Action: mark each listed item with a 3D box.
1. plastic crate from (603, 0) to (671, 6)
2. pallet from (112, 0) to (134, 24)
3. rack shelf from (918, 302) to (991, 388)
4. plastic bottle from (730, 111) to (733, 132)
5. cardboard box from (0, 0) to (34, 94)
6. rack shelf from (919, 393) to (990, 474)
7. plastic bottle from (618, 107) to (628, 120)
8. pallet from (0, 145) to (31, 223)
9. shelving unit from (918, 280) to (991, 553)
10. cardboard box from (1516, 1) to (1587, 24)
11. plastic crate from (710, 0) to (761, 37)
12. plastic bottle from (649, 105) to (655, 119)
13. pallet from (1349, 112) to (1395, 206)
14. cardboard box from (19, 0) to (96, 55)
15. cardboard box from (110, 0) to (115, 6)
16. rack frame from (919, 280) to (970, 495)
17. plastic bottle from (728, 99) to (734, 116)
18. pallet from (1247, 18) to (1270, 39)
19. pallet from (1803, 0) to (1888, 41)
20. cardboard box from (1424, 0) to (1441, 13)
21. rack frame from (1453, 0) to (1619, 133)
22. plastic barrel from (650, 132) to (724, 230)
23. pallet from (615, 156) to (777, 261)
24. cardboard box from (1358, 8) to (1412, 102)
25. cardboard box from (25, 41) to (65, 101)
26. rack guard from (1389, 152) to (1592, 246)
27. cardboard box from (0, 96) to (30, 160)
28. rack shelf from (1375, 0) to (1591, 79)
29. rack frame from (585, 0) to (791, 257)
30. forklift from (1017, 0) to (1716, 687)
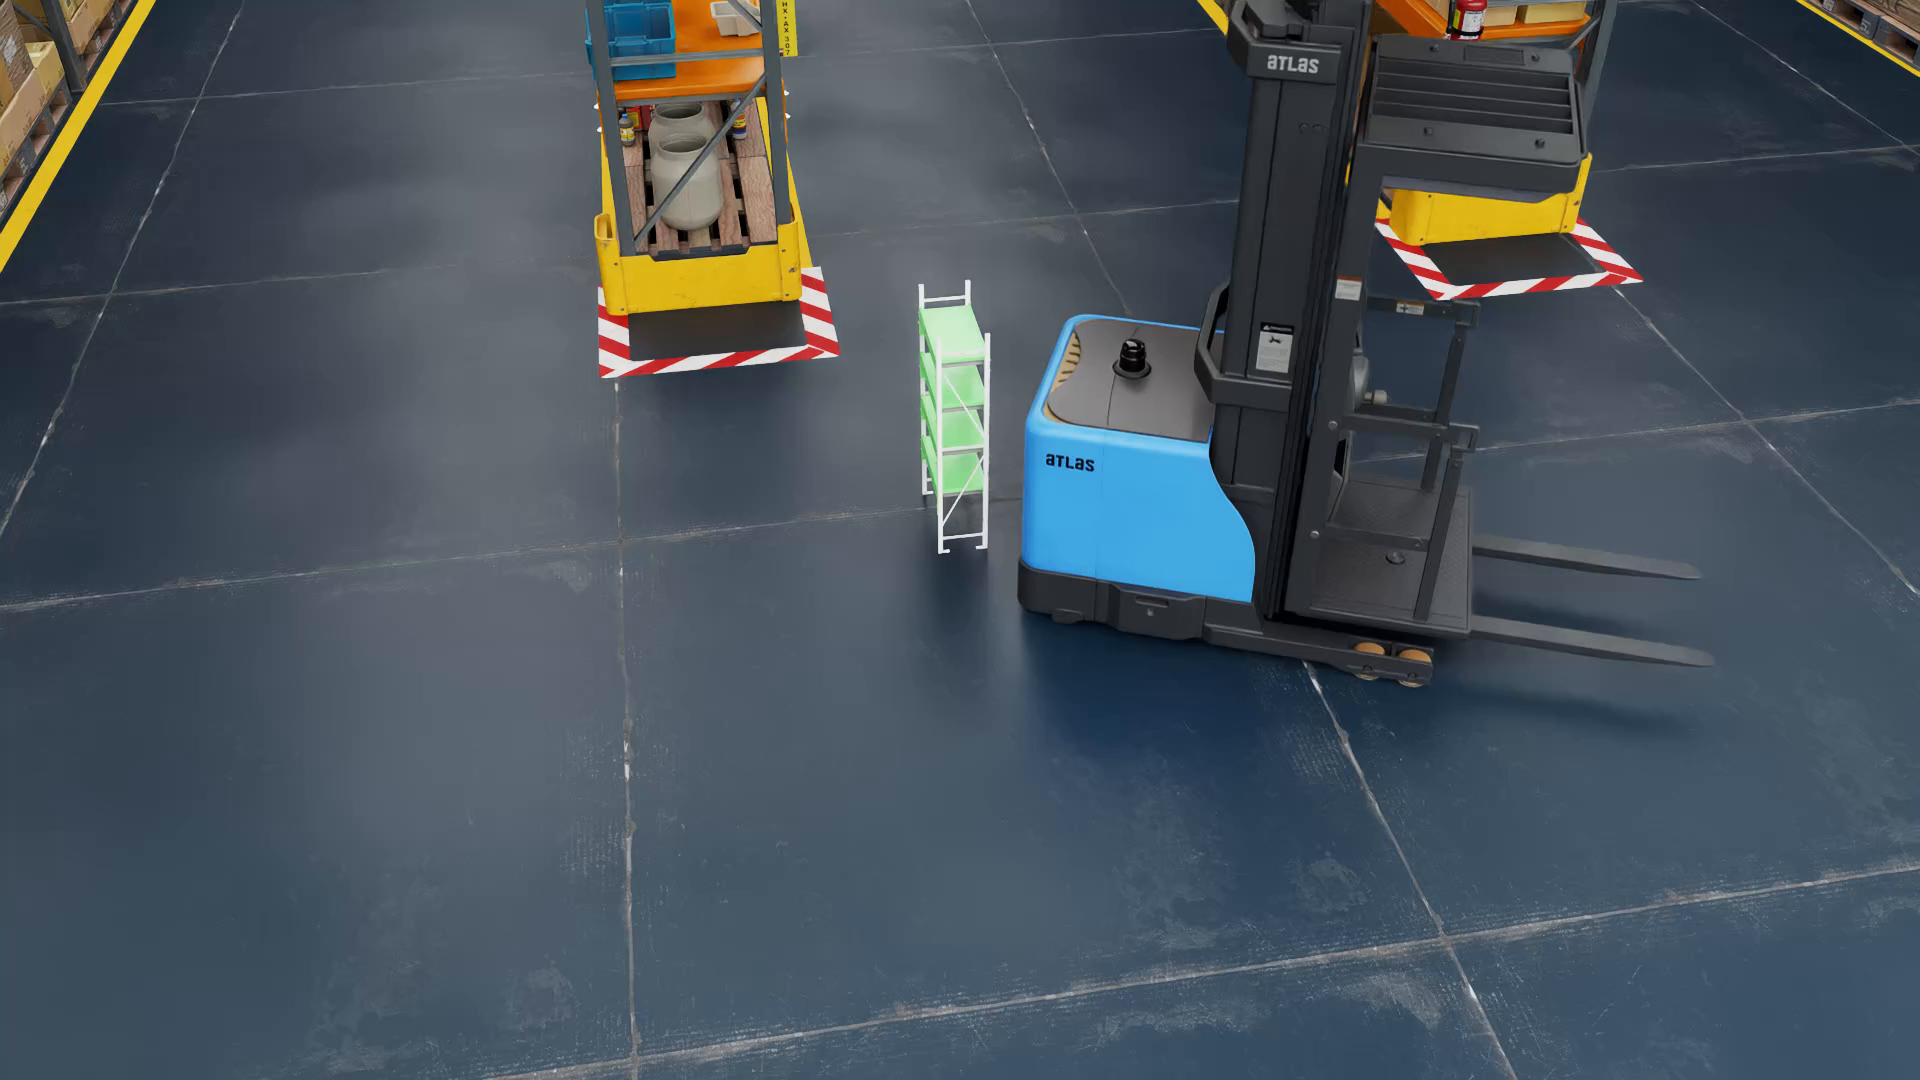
[{"bbox_3d":[-1.980,-3.239,9.995,0.499,0.251,0.408,-6,38,-8],"label":"plastic crate"},{"bbox_3d":[-7.453,-4.598,13.897,1.003,0.211,1.213,-6,38,-8],"label":"pallet"},{"bbox_3d":[-0.029,-0.902,7.655,0.258,0.148,0.480,-6,38,-8],"label":"rack shelf"},{"bbox_3d":[-1.519,-2.894,11.353,0.097,0.201,0.097,0,38,0],"label":"plastic bottle"},{"bbox_3d":[-6.695,-3.336,11.287,0.500,0.500,0.500,-6,38,-8],"label":"cardboard box"},{"bbox_3d":[-0.029,-0.523,7.950,0.258,0.148,0.480,-6,38,-8],"label":"rack shelf"},{"bbox_3d":[-2.282,-2.866,11.250,0.061,0.283,0.133,-5,38,-7],"label":"plastic bottle"},{"bbox_3d":[-6.753,-2.196,10.804,1.003,0.211,1.213,-6,38,-8],"label":"pallet"},{"bbox_3d":[-0.029,-0.574,7.911,0.258,1.200,0.503,-6,38,-8],"label":"shelving unit"},{"bbox_3d":[3.571,-3.266,10.114,0.380,0.149,0.250,-6,38,-8],"label":"cardboard box"},{"bbox_3d":[-1.330,-3.106,9.917,0.298,0.136,0.250,-6,38,-8],"label":"plastic crate"},{"bbox_3d":[-2.165,-3.029,11.526,0.097,0.201,0.097,0,38,0],"label":"plastic bottle"},{"bbox_3d":[3.266,-2.607,11.333,1.003,0.211,1.213,-6,38,-8],"label":"pallet"},{"bbox_3d":[-6.895,-3.870,12.586,0.500,0.250,0.500,-7,38,-9],"label":"cardboard box"},{"bbox_3d":[-7.077,-4.492,13.386,0.500,0.250,0.500,-7,38,-9],"label":"cardboard box"},{"bbox_3d":[-0.072,-0.721,8.100,0.240,1.200,0.015,-6,38,-8],"label":"rack frame"},{"bbox_3d":[-1.561,-3.067,11.517,0.097,0.271,0.097,0,38,0],"label":"plastic bottle"},{"bbox_3d":[2.838,-4.080,13.230,1.003,0.211,1.213,-6,38,-8],"label":"pallet"},{"bbox_3d":[7.643,-4.487,13.753,1.003,0.211,1.213,-6,38,-8],"label":"pallet"},{"bbox_3d":[3.090,-3.369,10.246,0.380,0.149,0.250,-6,38,-8],"label":"cardboard box"},{"bbox_3d":[3.387,-3.167,9.782,1.000,3.000,0.127,-6,38,-8],"label":"rack frame"},{"bbox_3d":[-1.680,-2.207,10.232,0.421,0.512,0.421,0,38,0],"label":"plastic barrel"},{"bbox_3d":[-1.686,-2.066,10.637,1.003,0.211,1.213,-6,38,-8],"label":"pallet"},{"bbox_3d":[3.064,-3.463,11.857,0.500,0.500,0.500,-3,38,-4],"label":"cardboard box"},{"bbox_3d":[-6.772,-3.344,11.908,0.500,0.250,0.500,-6,38,-8],"label":"cardboard box"},{"bbox_3d":[3.373,-2.226,10.608,1.175,0.500,0.348,-6,38,-8],"label":"rack guard"},{"bbox_3d":[-6.592,-2.740,11.131,0.500,0.250,0.500,-6,38,-8],"label":"cardboard box"},{"bbox_3d":[3.036,-4.091,11.558,1.077,0.370,4.000,-6,38,-8],"label":"rack shelf"},{"bbox_3d":[-1.490,-2.635,9.096,1.000,3.000,0.127,-6,38,-8],"label":"rack frame"},{"bbox_3d":[1.839,-0.873,6.884,3.031,2.935,1.130,9,39,11],"label":"forklift"}]
